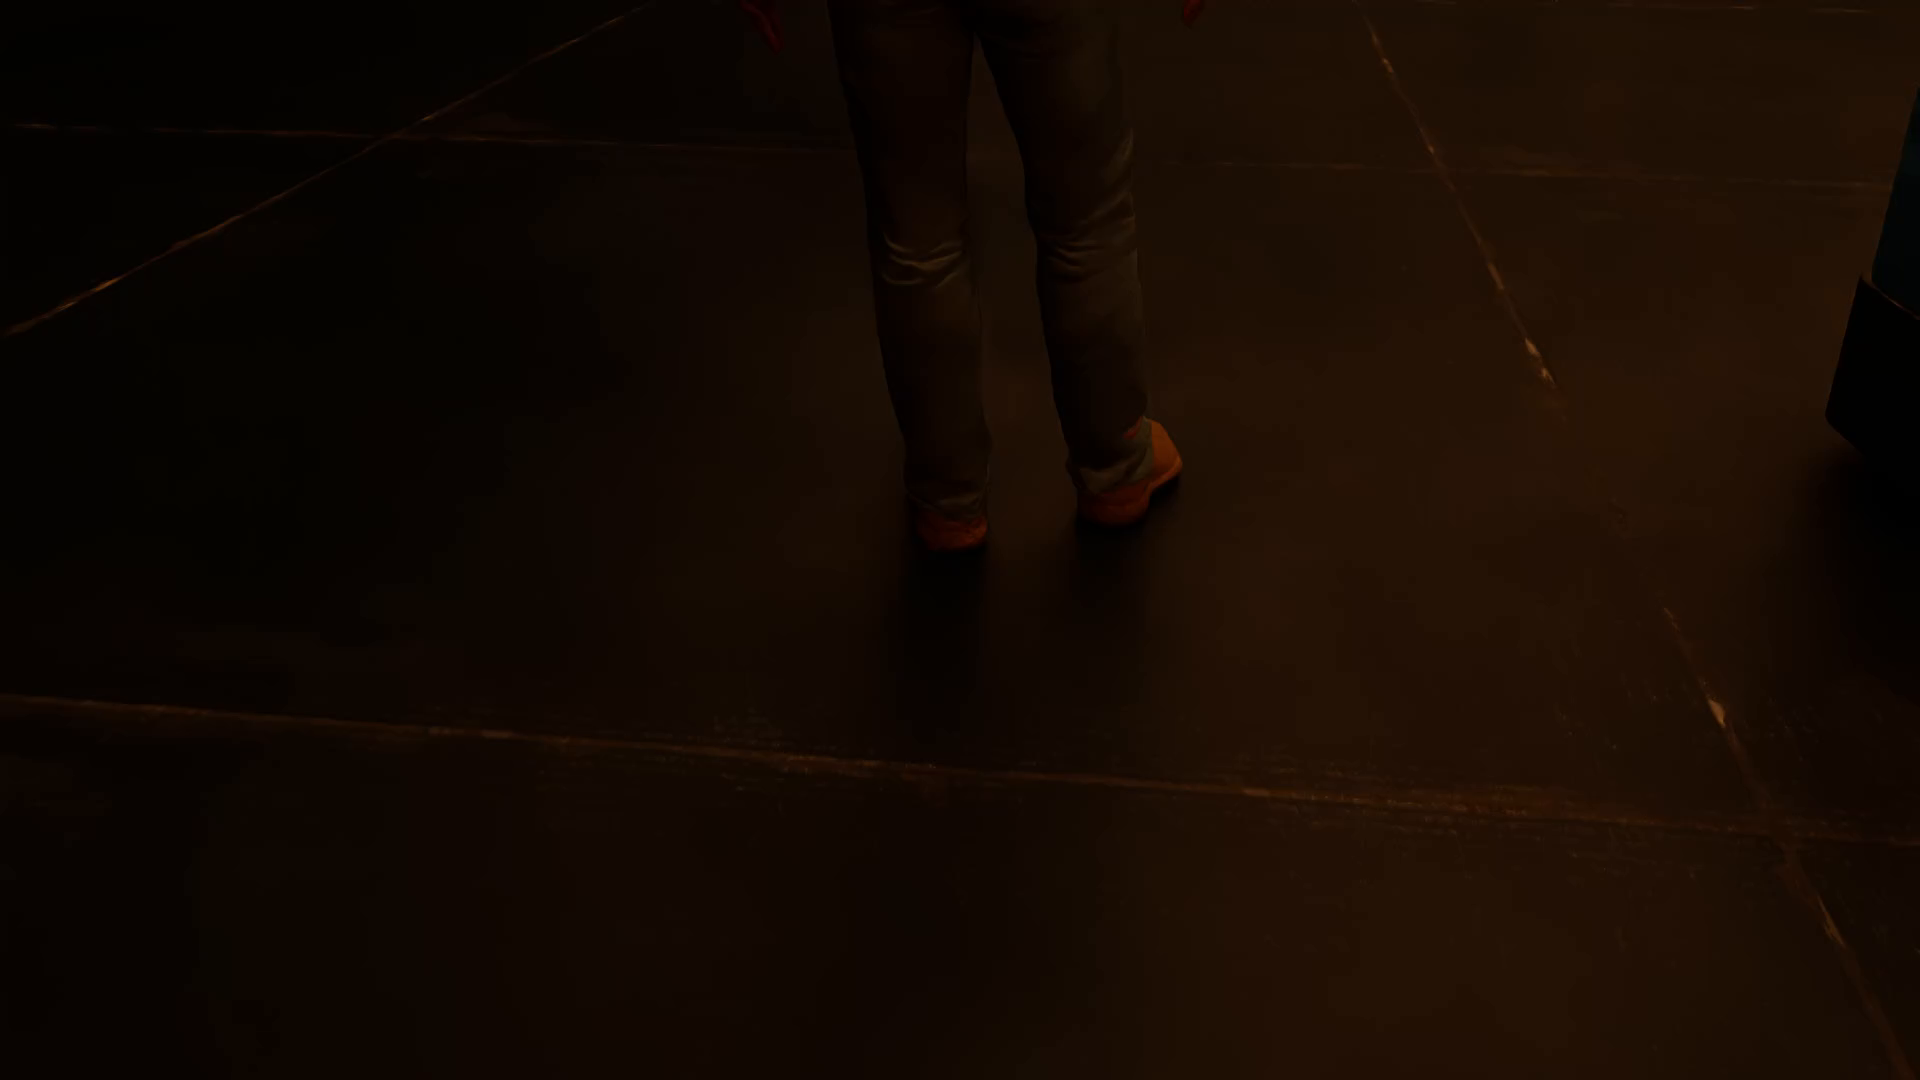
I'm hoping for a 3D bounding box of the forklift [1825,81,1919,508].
[{"bbox_3d":[2.910,-1.210,1.643,3.031,2.935,1.130,1,27,3],"label":"forklift"}]

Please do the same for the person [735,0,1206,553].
[{"bbox_3d":[0.015,-0.827,2.164,0.665,1.766,0.576,3,27,7],"label":"person"}]
